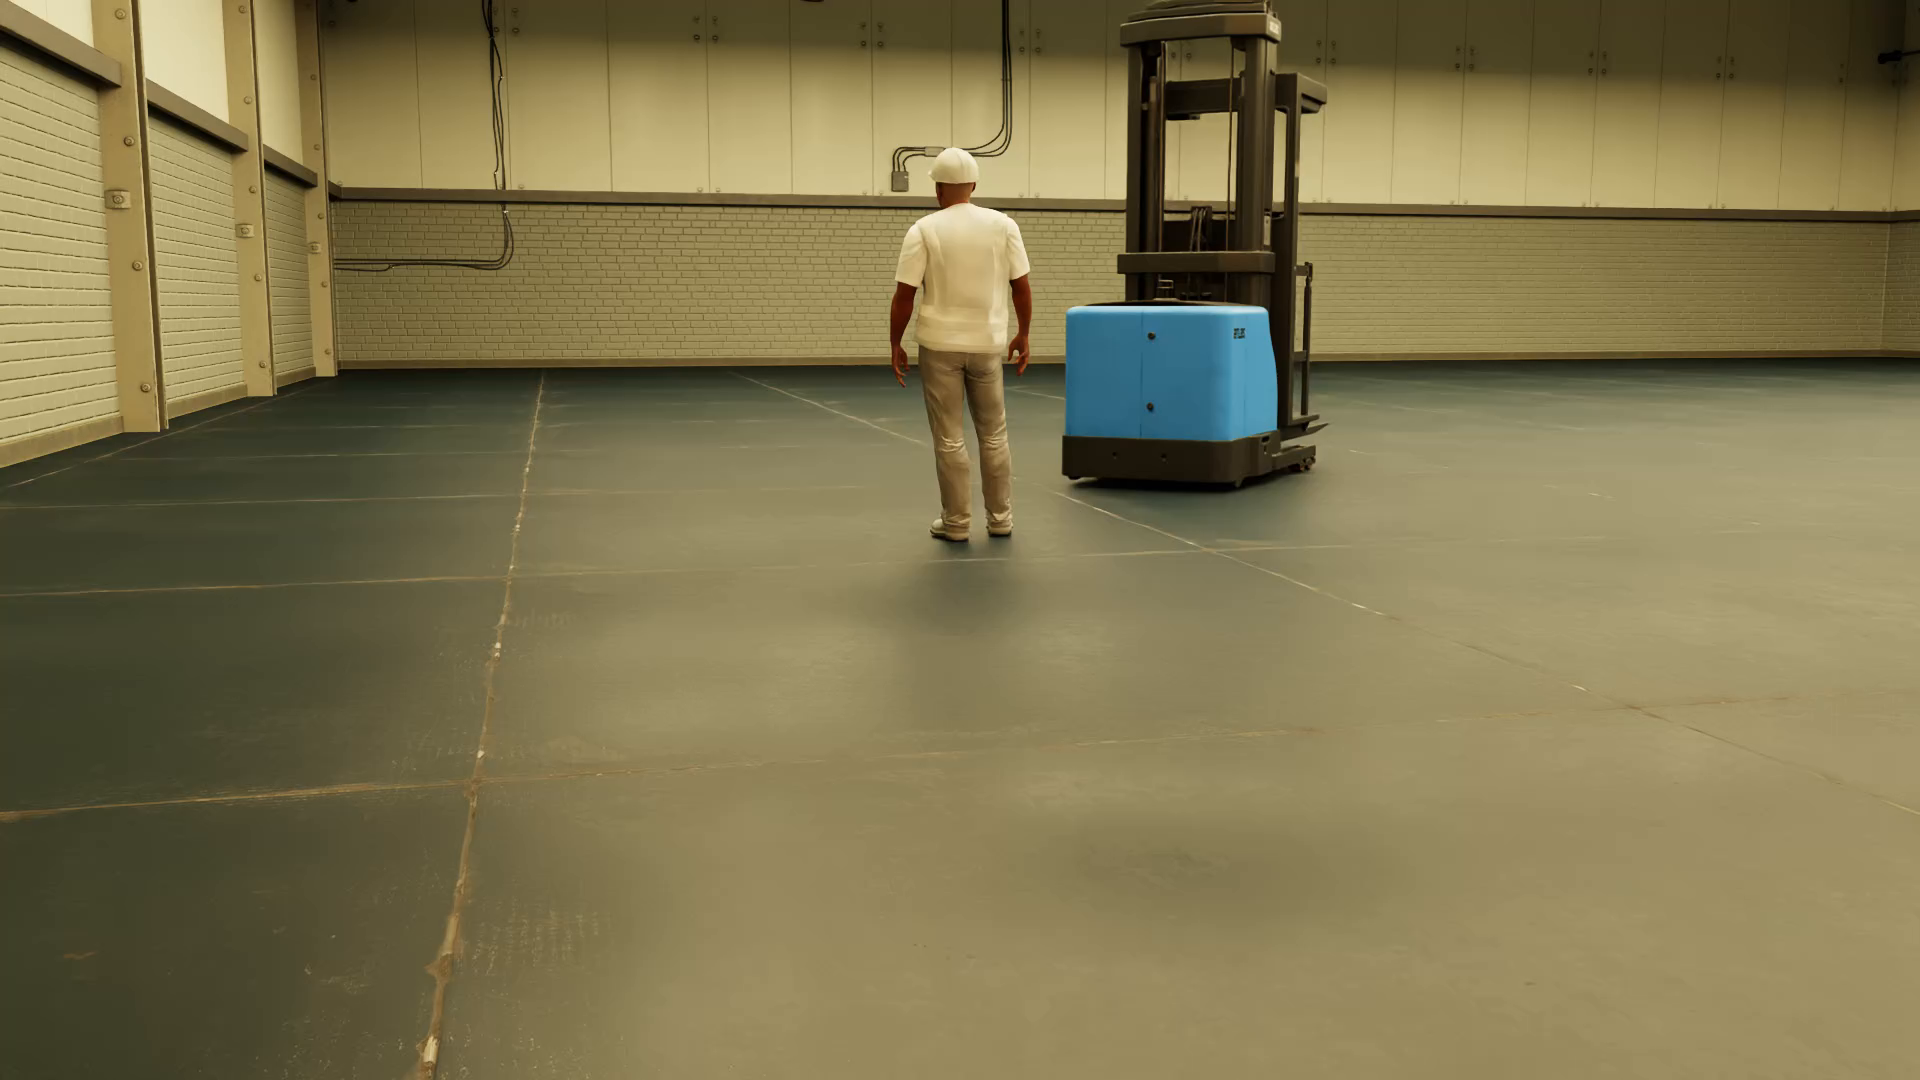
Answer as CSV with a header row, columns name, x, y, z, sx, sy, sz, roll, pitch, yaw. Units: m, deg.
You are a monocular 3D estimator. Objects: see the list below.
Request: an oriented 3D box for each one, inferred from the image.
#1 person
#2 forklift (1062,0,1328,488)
name,x,y,z,sx,sy,sz,roll,pitch,yaw
person,-0.012,-0.891,7.652,0.666,1.768,0.575,-2,8,-13
forklift,1.723,-1.921,10.853,1.130,2.935,3.031,4,9,26
